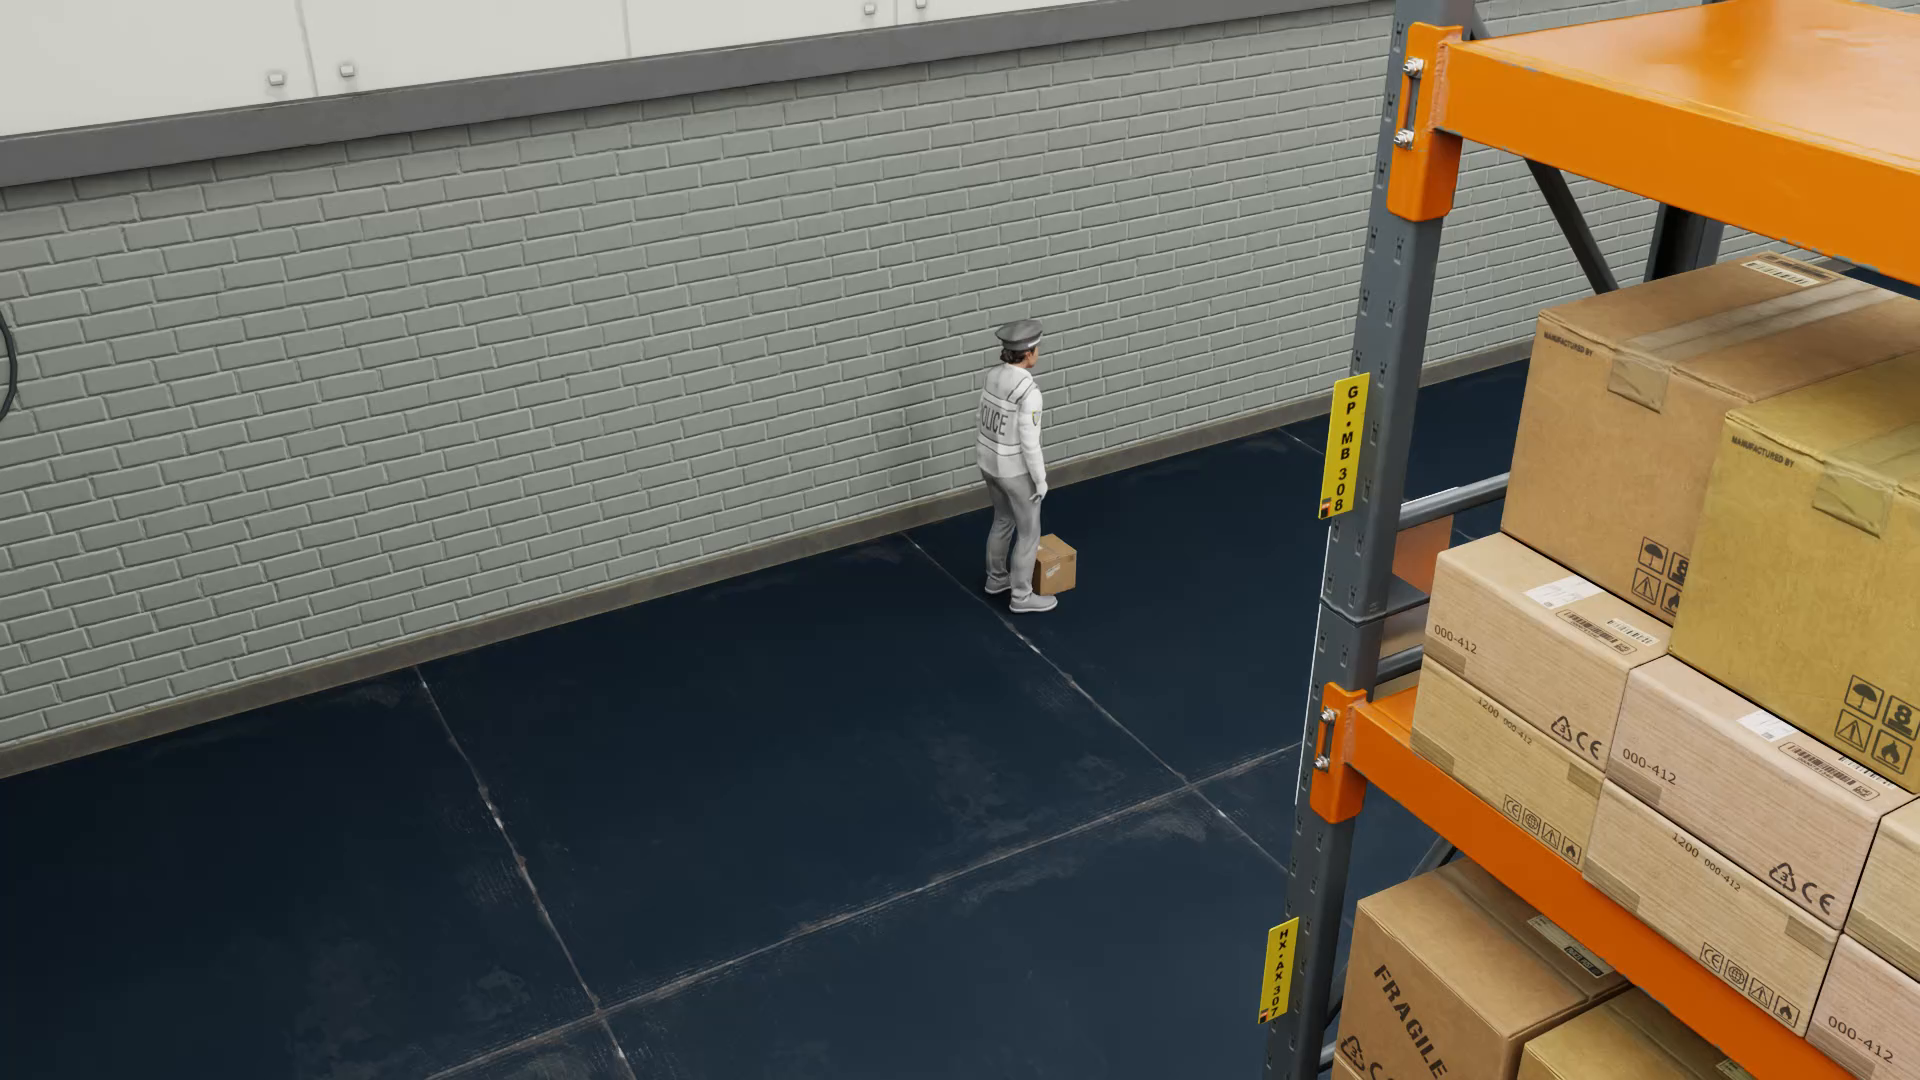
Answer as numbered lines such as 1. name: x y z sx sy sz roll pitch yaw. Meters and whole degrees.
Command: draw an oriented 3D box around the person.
1. person: 0.297 -0.402 9.274 0.373 1.661 0.537 -18 34 -29
